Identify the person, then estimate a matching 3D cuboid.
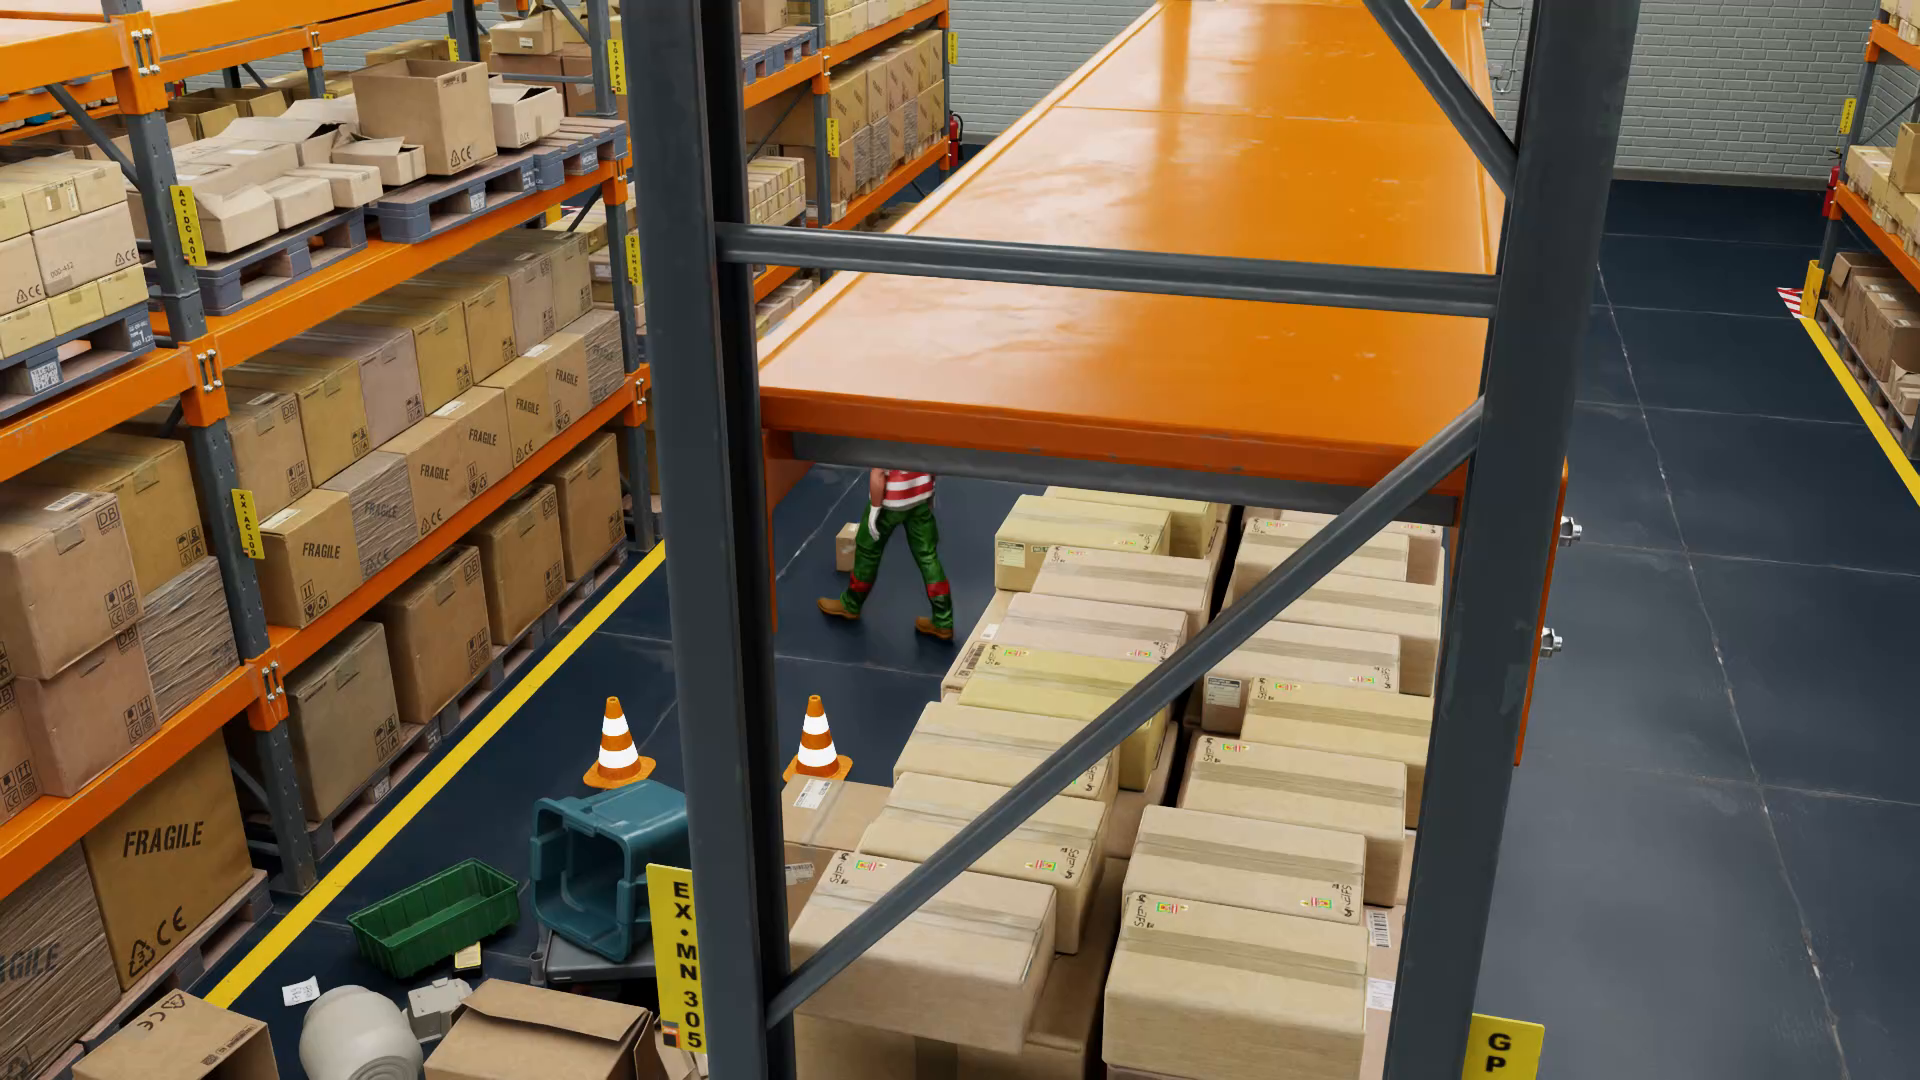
[{"bbox_3d":[-0.417,-0.173,10.311,0.616,1.512,0.889,-21,32,-38],"label":"person"}]
